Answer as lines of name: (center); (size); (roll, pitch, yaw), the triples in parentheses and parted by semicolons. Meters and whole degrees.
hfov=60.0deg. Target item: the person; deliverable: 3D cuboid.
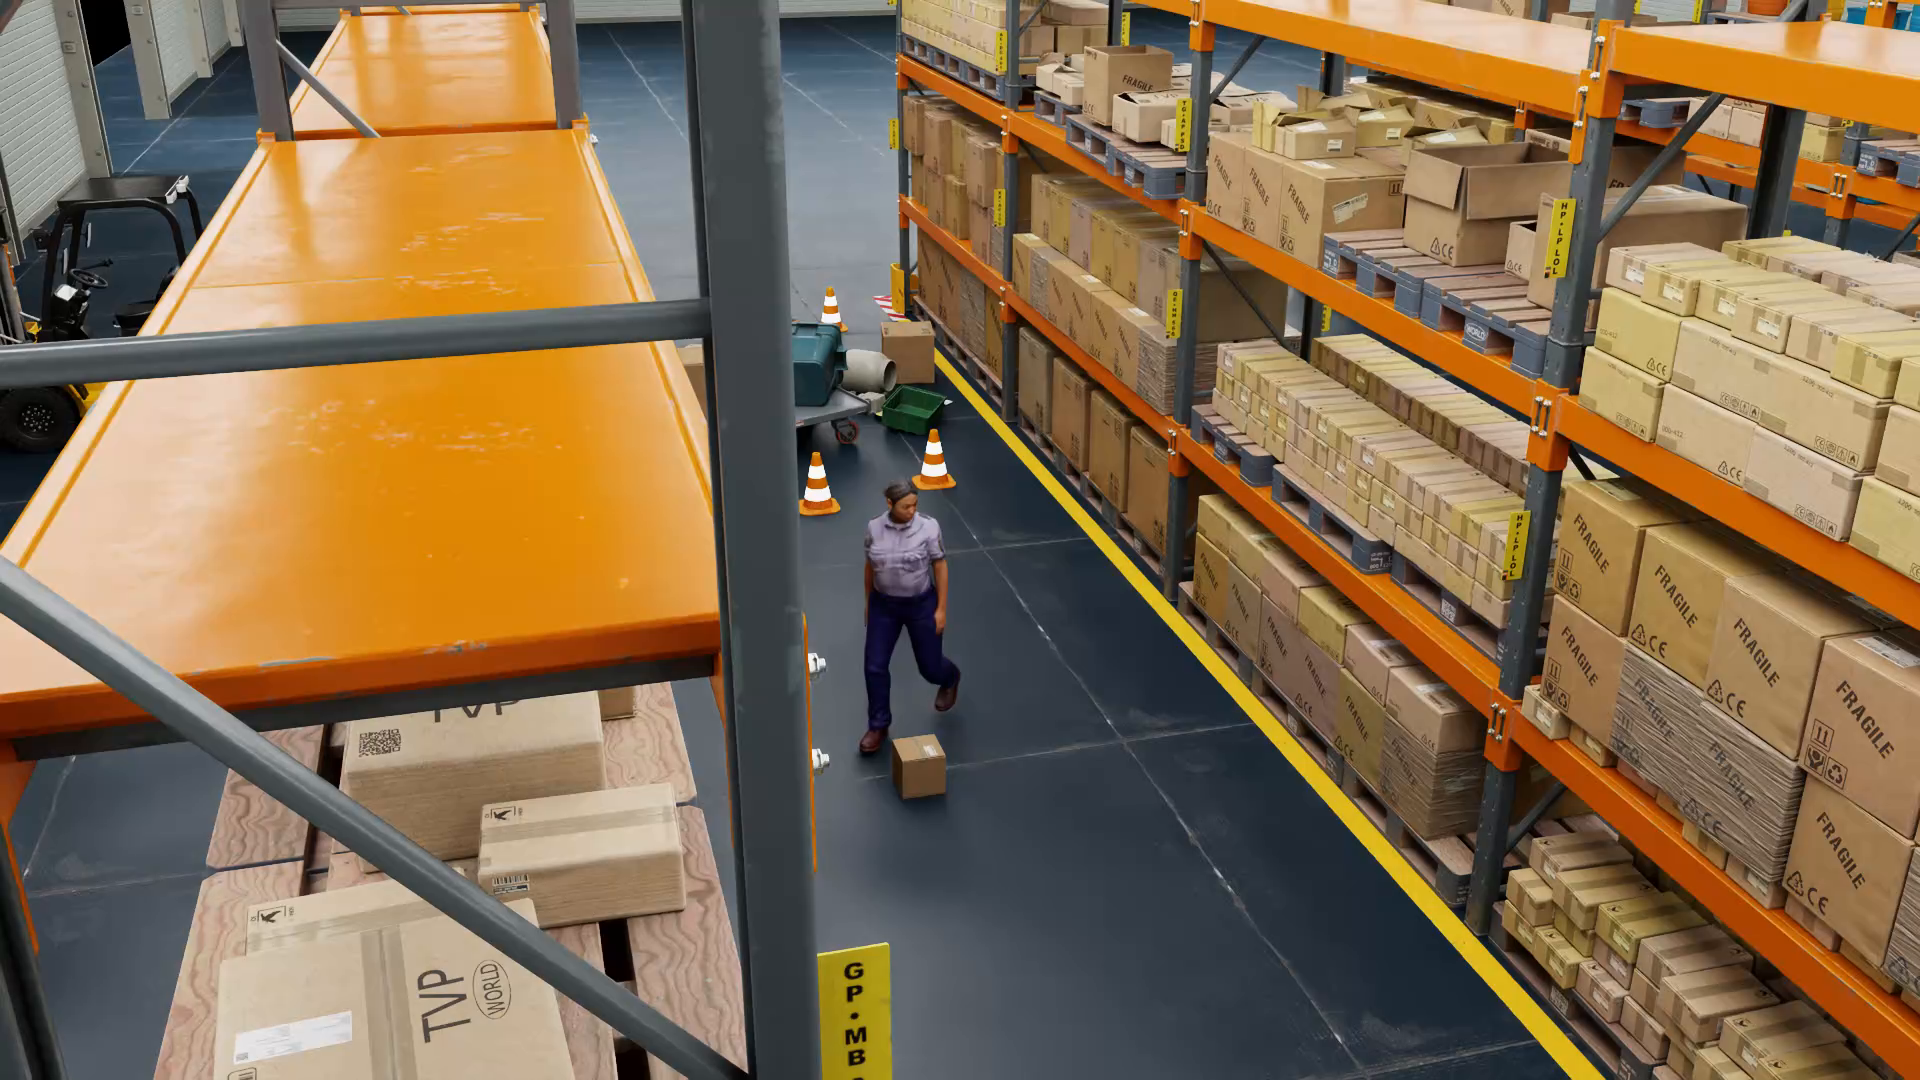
person: (-0.320, 0.394, 9.743); (0.509, 1.603, 0.767); (6, 24, 14)
